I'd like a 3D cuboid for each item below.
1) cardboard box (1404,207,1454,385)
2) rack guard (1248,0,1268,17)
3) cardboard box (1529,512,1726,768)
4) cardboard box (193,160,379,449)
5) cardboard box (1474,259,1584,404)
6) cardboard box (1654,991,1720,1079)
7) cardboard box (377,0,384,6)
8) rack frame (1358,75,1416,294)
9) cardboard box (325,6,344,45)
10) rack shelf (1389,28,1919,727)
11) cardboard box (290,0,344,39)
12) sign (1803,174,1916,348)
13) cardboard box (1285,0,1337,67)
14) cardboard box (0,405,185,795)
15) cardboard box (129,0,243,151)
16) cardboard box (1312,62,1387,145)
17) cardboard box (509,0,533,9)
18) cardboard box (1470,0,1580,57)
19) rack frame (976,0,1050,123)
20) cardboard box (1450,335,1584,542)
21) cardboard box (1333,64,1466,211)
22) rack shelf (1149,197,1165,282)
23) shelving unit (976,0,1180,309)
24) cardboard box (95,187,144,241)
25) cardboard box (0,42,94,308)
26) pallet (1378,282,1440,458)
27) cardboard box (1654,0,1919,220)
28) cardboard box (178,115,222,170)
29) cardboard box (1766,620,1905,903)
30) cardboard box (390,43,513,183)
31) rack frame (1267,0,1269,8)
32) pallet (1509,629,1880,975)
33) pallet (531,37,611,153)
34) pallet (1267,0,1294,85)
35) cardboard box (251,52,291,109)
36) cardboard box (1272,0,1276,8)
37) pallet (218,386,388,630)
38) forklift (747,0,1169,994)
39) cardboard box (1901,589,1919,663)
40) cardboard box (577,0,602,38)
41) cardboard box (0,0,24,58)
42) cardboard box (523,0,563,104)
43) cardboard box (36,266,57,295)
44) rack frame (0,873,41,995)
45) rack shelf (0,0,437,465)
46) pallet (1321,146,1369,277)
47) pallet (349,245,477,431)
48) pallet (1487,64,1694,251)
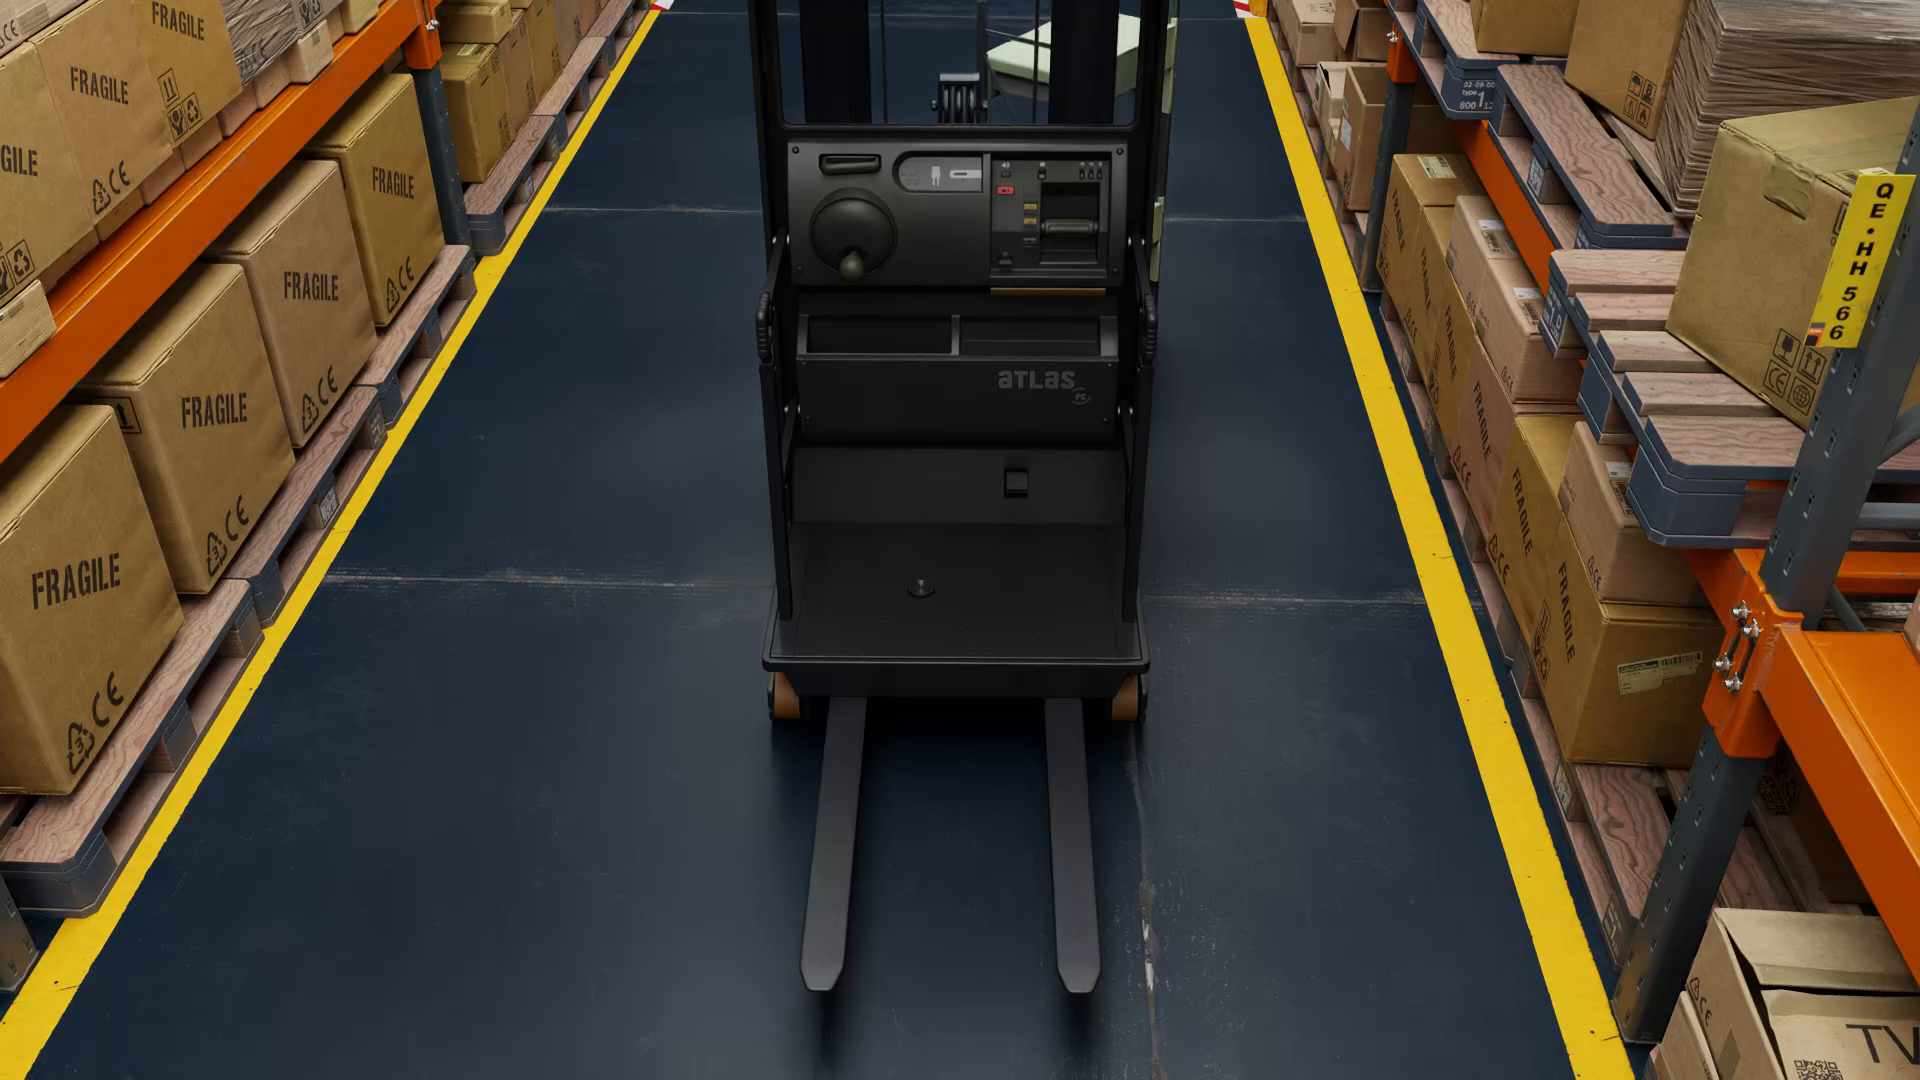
[{"bbox_3d":[1.991,-0.907,6.224,0.500,0.500,0.500,2,35,3],"label":"cardboard box"},{"bbox_3d":[2.422,-3.561,10.382,1.175,0.500,0.348,1,35,2],"label":"rack guard"},{"bbox_3d":[1.907,0.269,4.550,0.500,0.500,0.500,3,35,4],"label":"cardboard box"},{"bbox_3d":[-2.614,-0.846,5.850,0.750,0.750,0.750,2,35,3],"label":"cardboard box"},{"bbox_3d":[1.942,-0.658,5.217,0.500,0.250,0.500,1,35,1],"label":"cardboard box"},{"bbox_3d":[1.789,1.216,3.437,0.500,0.250,0.500,1,35,2],"label":"cardboard box"},{"bbox_3d":[-2.416,-2.146,6.396,0.380,0.149,0.250,2,35,2],"label":"cardboard box"},{"bbox_3d":[2.264,-2.329,6.455,1.000,3.000,0.127,1,35,2],"label":"rack frame"},{"bbox_3d":[-2.458,-1.853,5.979,0.380,0.149,0.250,2,35,3],"label":"cardboard box"},{"bbox_3d":[2.184,-0.886,5.027,1.077,0.370,4.000,1,35,2],"label":"rack shelf"},{"bbox_3d":[-2.463,-2.048,5.692,0.500,0.500,0.500,2,35,2],"label":"cardboard box"},{"bbox_3d":[1.561,-0.479,2.885,0.100,0.325,0.005,1,35,2],"label":"sign"},{"bbox_3d":[2.080,-2.802,9.137,0.500,0.250,0.500,1,35,2],"label":"cardboard box"},{"bbox_3d":[-2.685,0.145,4.439,0.750,0.750,0.750,1,35,1],"label":"cardboard box"},{"bbox_3d":[-2.506,-1.472,4.873,0.500,0.500,0.500,2,35,3],"label":"cardboard box"},{"bbox_3d":[2.034,-2.174,8.190,0.500,0.311,0.500,1,35,2],"label":"cardboard box"},{"bbox_3d":[-2.336,-2.776,8.335,0.380,0.149,0.250,0,35,1],"label":"cardboard box"},{"bbox_3d":[2.058,-1.878,5.362,0.700,0.500,0.500,7,36,9],"label":"cardboard box"},{"bbox_3d":[0.227,-1.216,6.176,0.400,1.500,0.023,22,41,29],"label":"rack frame"},{"bbox_3d":[1.943,-0.330,5.402,0.500,0.500,0.500,0,35,0],"label":"cardboard box"},{"bbox_3d":[2.004,-1.820,7.523,0.500,0.500,0.500,1,35,2],"label":"cardboard box"},{"bbox_3d":[0.441,-1.120,6.606,0.431,0.370,0.720,22,41,29],"label":"rack shelf"},{"bbox_3d":[0.441,-1.387,6.419,0.431,1.500,0.755,22,41,29],"label":"shelving unit"},{"bbox_3d":[-2.578,-0.972,4.726,0.380,0.149,0.250,2,35,3],"label":"cardboard box"},{"bbox_3d":[-2.540,-0.888,4.042,0.500,0.500,0.500,2,35,3],"label":"cardboard box"},{"bbox_3d":[2.270,-0.720,6.591,1.003,0.211,1.213,1,35,2],"label":"pallet"},{"bbox_3d":[2.244,-1.129,4.296,0.700,0.500,0.500,8,36,11],"label":"cardboard box"},{"bbox_3d":[-2.533,-1.265,5.142,0.380,0.149,0.250,2,35,3],"label":"cardboard box"},{"bbox_3d":[2.408,0.557,4.140,0.500,0.500,0.500,3,35,4],"label":"cardboard box"},{"bbox_3d":[-2.553,-2.018,7.821,0.700,0.500,0.500,2,35,2],"label":"cardboard box"},{"bbox_3d":[2.425,-4.627,9.725,1.000,3.000,0.127,1,35,2],"label":"rack frame"},{"bbox_3d":[2.172,0.682,4.596,1.003,0.211,1.213,1,35,2],"label":"pallet"},{"bbox_3d":[-2.530,-2.438,9.036,1.003,0.211,1.213,1,35,2],"label":"pallet"},{"bbox_3d":[2.391,-2.985,9.813,1.003,0.211,1.213,1,35,2],"label":"pallet"},{"bbox_3d":[-2.486,-1.561,5.563,0.380,0.149,0.250,1,35,2],"label":"cardboard box"},{"bbox_3d":[2.055,-3.272,9.878,0.380,0.166,0.250,1,35,2],"label":"cardboard box"},{"bbox_3d":[-2.687,-0.153,5.784,1.003,0.211,1.213,1,35,2],"label":"pallet"},{"bbox_3d":[-0.007,-0.837,4.392,1.130,2.935,3.031,0,35,0],"label":"forklift"},{"bbox_3d":[2.046,0.213,2.915,0.500,0.311,0.500,3,35,5],"label":"cardboard box"},{"bbox_3d":[-2.473,-3.197,9.498,0.700,0.500,0.500,1,35,2],"label":"cardboard box"},{"bbox_3d":[-2.549,-1.185,3.812,0.500,0.250,0.500,1,35,1],"label":"cardboard box"},{"bbox_3d":[-2.507,-2.601,8.651,0.700,0.500,0.500,2,35,3],"label":"cardboard box"},{"bbox_3d":[-2.600,-0.675,4.303,0.380,0.149,0.250,1,35,1],"label":"cardboard box"},{"bbox_3d":[-2.846,-0.143,3.345,1.000,3.000,0.127,1,35,2],"label":"rack frame"},{"bbox_3d":[-2.766,-0.998,5.187,1.077,0.370,4.000,1,35,2],"label":"rack shelf"},{"bbox_3d":[2.293,-1.583,7.819,1.003,0.211,1.213,1,35,2],"label":"pallet"},{"bbox_3d":[-2.641,-0.855,6.784,1.003,0.211,1.213,1,35,2],"label":"pallet"},{"bbox_3d":[2.177,-1.070,4.831,1.003,0.211,1.213,1,35,2],"label":"pallet"}]
